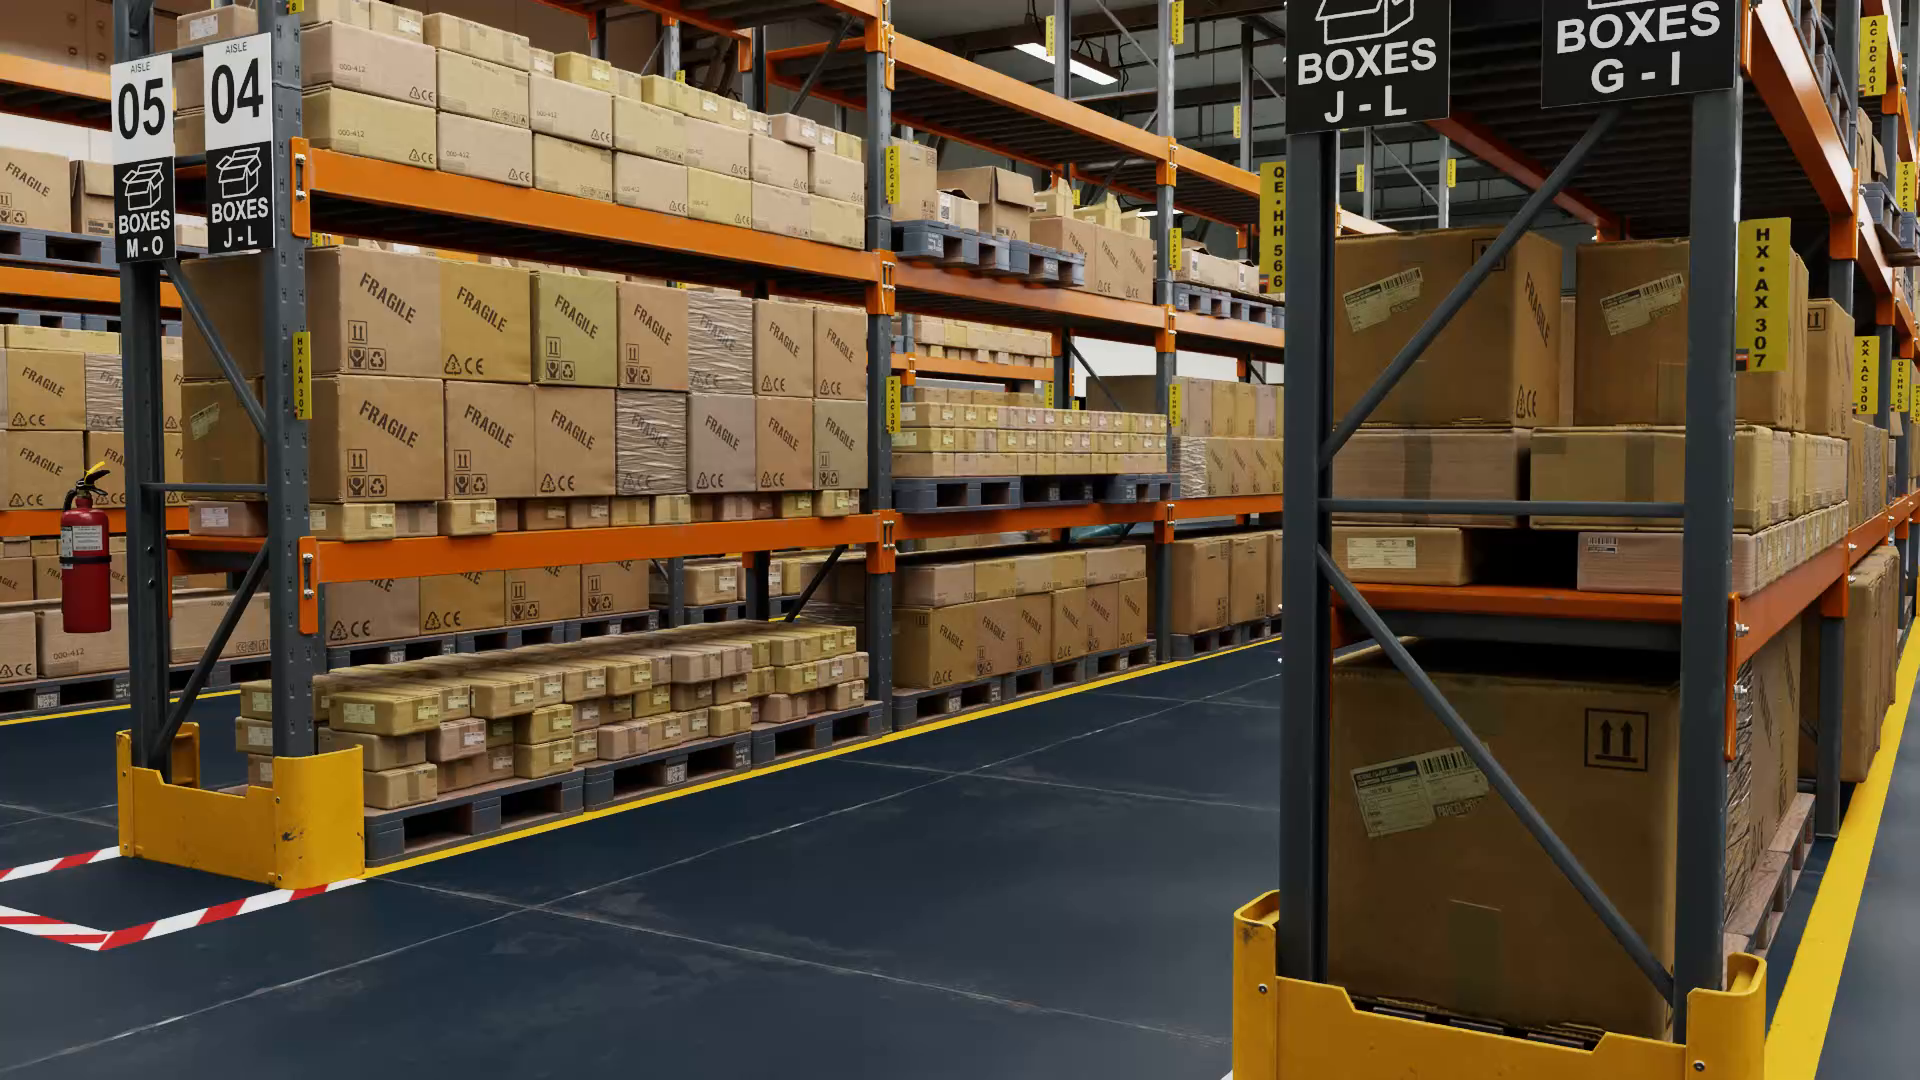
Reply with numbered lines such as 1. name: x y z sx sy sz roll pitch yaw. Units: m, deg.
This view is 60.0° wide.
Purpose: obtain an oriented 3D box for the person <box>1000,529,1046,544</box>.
1. person: 0.678 -0.057 16.318 0.558 1.767 0.495 2 3 32
